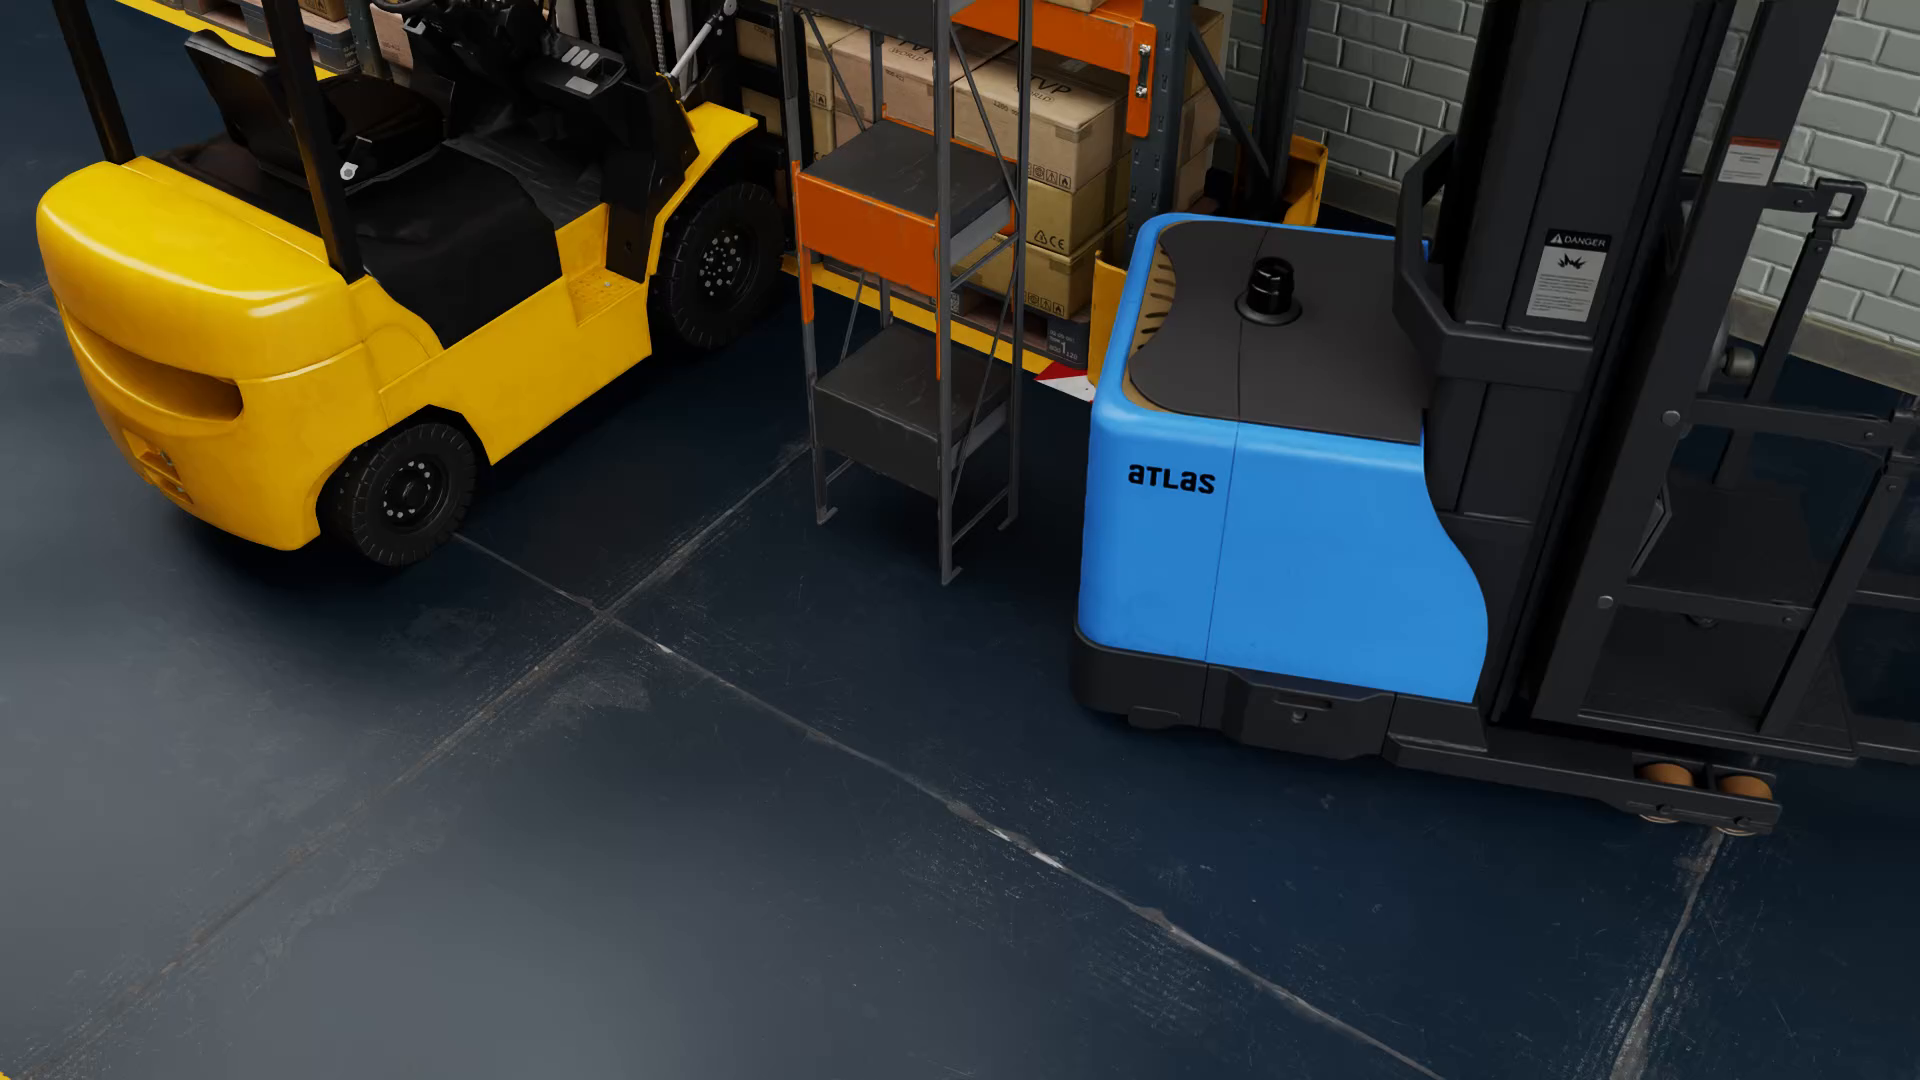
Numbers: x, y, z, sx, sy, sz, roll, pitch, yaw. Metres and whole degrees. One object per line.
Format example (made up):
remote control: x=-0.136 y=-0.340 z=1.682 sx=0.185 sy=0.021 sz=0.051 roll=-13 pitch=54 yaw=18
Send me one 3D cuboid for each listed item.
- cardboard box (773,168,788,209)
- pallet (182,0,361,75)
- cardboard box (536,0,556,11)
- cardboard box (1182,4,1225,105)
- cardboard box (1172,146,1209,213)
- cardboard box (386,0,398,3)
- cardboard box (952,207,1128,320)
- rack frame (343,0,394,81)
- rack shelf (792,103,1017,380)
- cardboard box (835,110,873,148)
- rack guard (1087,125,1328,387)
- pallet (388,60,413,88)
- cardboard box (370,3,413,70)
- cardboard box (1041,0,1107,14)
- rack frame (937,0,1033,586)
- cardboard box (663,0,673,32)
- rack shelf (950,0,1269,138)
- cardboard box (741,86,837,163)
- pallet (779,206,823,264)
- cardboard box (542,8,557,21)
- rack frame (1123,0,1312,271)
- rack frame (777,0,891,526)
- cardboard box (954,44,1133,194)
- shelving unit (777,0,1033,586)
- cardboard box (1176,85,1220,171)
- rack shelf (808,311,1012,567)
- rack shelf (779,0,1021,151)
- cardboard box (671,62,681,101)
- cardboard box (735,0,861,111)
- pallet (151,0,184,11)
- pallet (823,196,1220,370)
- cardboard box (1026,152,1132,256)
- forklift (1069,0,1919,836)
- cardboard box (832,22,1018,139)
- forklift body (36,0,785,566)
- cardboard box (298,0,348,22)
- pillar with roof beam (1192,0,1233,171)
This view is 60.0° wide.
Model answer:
cardboard box: x=-0.491 y=-1.476 z=6.397 sx=0.500 sy=0.250 sz=0.500 roll=26 pitch=48 yaw=26
pallet: x=-3.019 y=-2.698 z=8.107 sx=1.213 sy=0.211 sz=1.003 roll=25 pitch=48 yaw=25
cardboard box: x=-1.351 y=-2.239 z=6.500 sx=0.500 sy=0.250 sz=0.500 roll=27 pitch=48 yaw=27
cardboard box: x=0.596 y=-1.737 z=5.939 sx=0.500 sy=0.250 sz=0.500 roll=24 pitch=47 yaw=25
cardboard box: x=0.591 y=-1.372 z=6.280 sx=0.500 sy=0.250 sz=0.500 roll=25 pitch=48 yaw=25
cardboard box: x=-2.175 y=-2.441 z=7.101 sx=0.500 sy=0.250 sz=0.500 roll=25 pitch=47 yaw=25
cardboard box: x=0.315 y=-1.084 z=5.959 sx=0.500 sy=0.250 sz=0.500 roll=25 pitch=48 yaw=26
rack frame: x=-2.394 y=-3.476 z=6.886 sx=0.127 sy=3.000 sz=1.000 roll=25 pitch=48 yaw=25
rack shelf: x=-0.136 y=-0.836 z=4.630 sx=0.480 sy=0.518 sz=0.431 roll=25 pitch=48 yaw=25
cardboard box: x=-0.101 y=-1.477 z=6.023 sx=0.500 sy=0.250 sz=0.500 roll=25 pitch=47 yaw=25
rack guard: x=0.901 y=-1.004 z=5.997 sx=0.348 sy=0.500 sz=1.175 roll=25 pitch=48 yaw=25
pallet: x=-1.767 y=-2.110 z=7.450 sx=1.213 sy=0.211 sz=1.003 roll=25 pitch=48 yaw=25
cardboard box: x=-2.188 y=-2.242 z=7.254 sx=0.500 sy=0.250 sz=0.500 roll=26 pitch=48 yaw=26
cardboard box: x=0.328 y=-2.027 z=5.191 sx=0.500 sy=0.500 sz=0.500 roll=24 pitch=47 yaw=24
rack frame: x=0.064 y=-0.752 z=4.516 sx=0.015 sy=2.100 sz=0.400 roll=25 pitch=48 yaw=25
cardboard box: x=-0.926 y=-2.034 z=6.270 sx=0.500 sy=0.250 sz=0.500 roll=24 pitch=47 yaw=25
rack shelf: x=-0.756 y=-2.443 z=6.270 sx=4.000 sy=0.370 sz=1.077 roll=25 pitch=48 yaw=25
cardboard box: x=-0.536 y=-1.663 z=6.231 sx=0.500 sy=0.250 sz=0.500 roll=24 pitch=47 yaw=24
pallet: x=-0.764 y=-1.643 z=6.928 sx=1.213 sy=0.211 sz=1.003 roll=25 pitch=48 yaw=25
cardboard box: x=-1.356 y=-2.050 z=6.664 sx=0.500 sy=0.250 sz=0.500 roll=25 pitch=47 yaw=25
rack frame: x=0.881 y=-1.945 z=5.174 sx=0.127 sy=3.000 sz=1.000 roll=25 pitch=48 yaw=25
rack frame: x=-0.335 y=-0.939 z=4.725 sx=0.015 sy=2.100 sz=0.400 roll=25 pitch=48 yaw=25
cardboard box: x=0.325 y=-1.455 z=5.624 sx=0.500 sy=0.250 sz=0.500 roll=27 pitch=48 yaw=27
shelving unit: x=-0.136 y=-0.846 z=4.621 sx=0.503 sy=2.100 sz=0.431 roll=25 pitch=48 yaw=25
cardboard box: x=0.616 y=-1.556 z=6.112 sx=0.500 sy=0.250 sz=0.500 roll=26 pitch=48 yaw=26
rack shelf: x=-0.136 y=-0.314 z=5.097 sx=0.480 sy=0.518 sz=0.431 roll=25 pitch=48 yaw=25
rack shelf: x=-0.135 y=-1.357 z=4.163 sx=0.480 sy=0.518 sz=0.431 roll=25 pitch=48 yaw=25
cardboard box: x=-0.944 y=-1.856 z=6.447 sx=0.500 sy=0.250 sz=0.500 roll=25 pitch=47 yaw=25
cardboard box: x=-0.515 y=-1.835 z=6.049 sx=0.500 sy=0.250 sz=0.500 roll=26 pitch=48 yaw=26
pallet: x=-4.022 y=-3.165 z=8.629 sx=1.213 sy=0.211 sz=1.003 roll=25 pitch=48 yaw=25
pallet: x=0.231 y=-1.176 z=6.406 sx=1.213 sy=0.211 sz=1.003 roll=25 pitch=48 yaw=25
cardboard box: x=0.303 y=-1.279 z=5.802 sx=0.500 sy=0.250 sz=0.500 roll=24 pitch=47 yaw=25
forklift: x=1.878 y=-0.704 z=3.839 sx=3.031 sy=2.935 sz=1.130 roll=8 pitch=42 yaw=9
cardboard box: x=-0.096 y=-1.648 z=5.839 sx=0.500 sy=0.250 sz=0.500 roll=26 pitch=48 yaw=26
forklift body: x=-1.719 y=-1.359 z=5.155 sx=1.214 sy=2.155 sz=2.313 roll=25 pitch=48 yaw=25
cardboard box: x=-2.827 y=-2.942 z=7.754 sx=0.625 sy=0.625 sz=0.875 roll=27 pitch=48 yaw=27
pillar with roof beam: x=-1.643 y=-2.589 z=1.395 sx=0.400 sy=9.000 sz=9.100 roll=25 pitch=48 yaw=25
